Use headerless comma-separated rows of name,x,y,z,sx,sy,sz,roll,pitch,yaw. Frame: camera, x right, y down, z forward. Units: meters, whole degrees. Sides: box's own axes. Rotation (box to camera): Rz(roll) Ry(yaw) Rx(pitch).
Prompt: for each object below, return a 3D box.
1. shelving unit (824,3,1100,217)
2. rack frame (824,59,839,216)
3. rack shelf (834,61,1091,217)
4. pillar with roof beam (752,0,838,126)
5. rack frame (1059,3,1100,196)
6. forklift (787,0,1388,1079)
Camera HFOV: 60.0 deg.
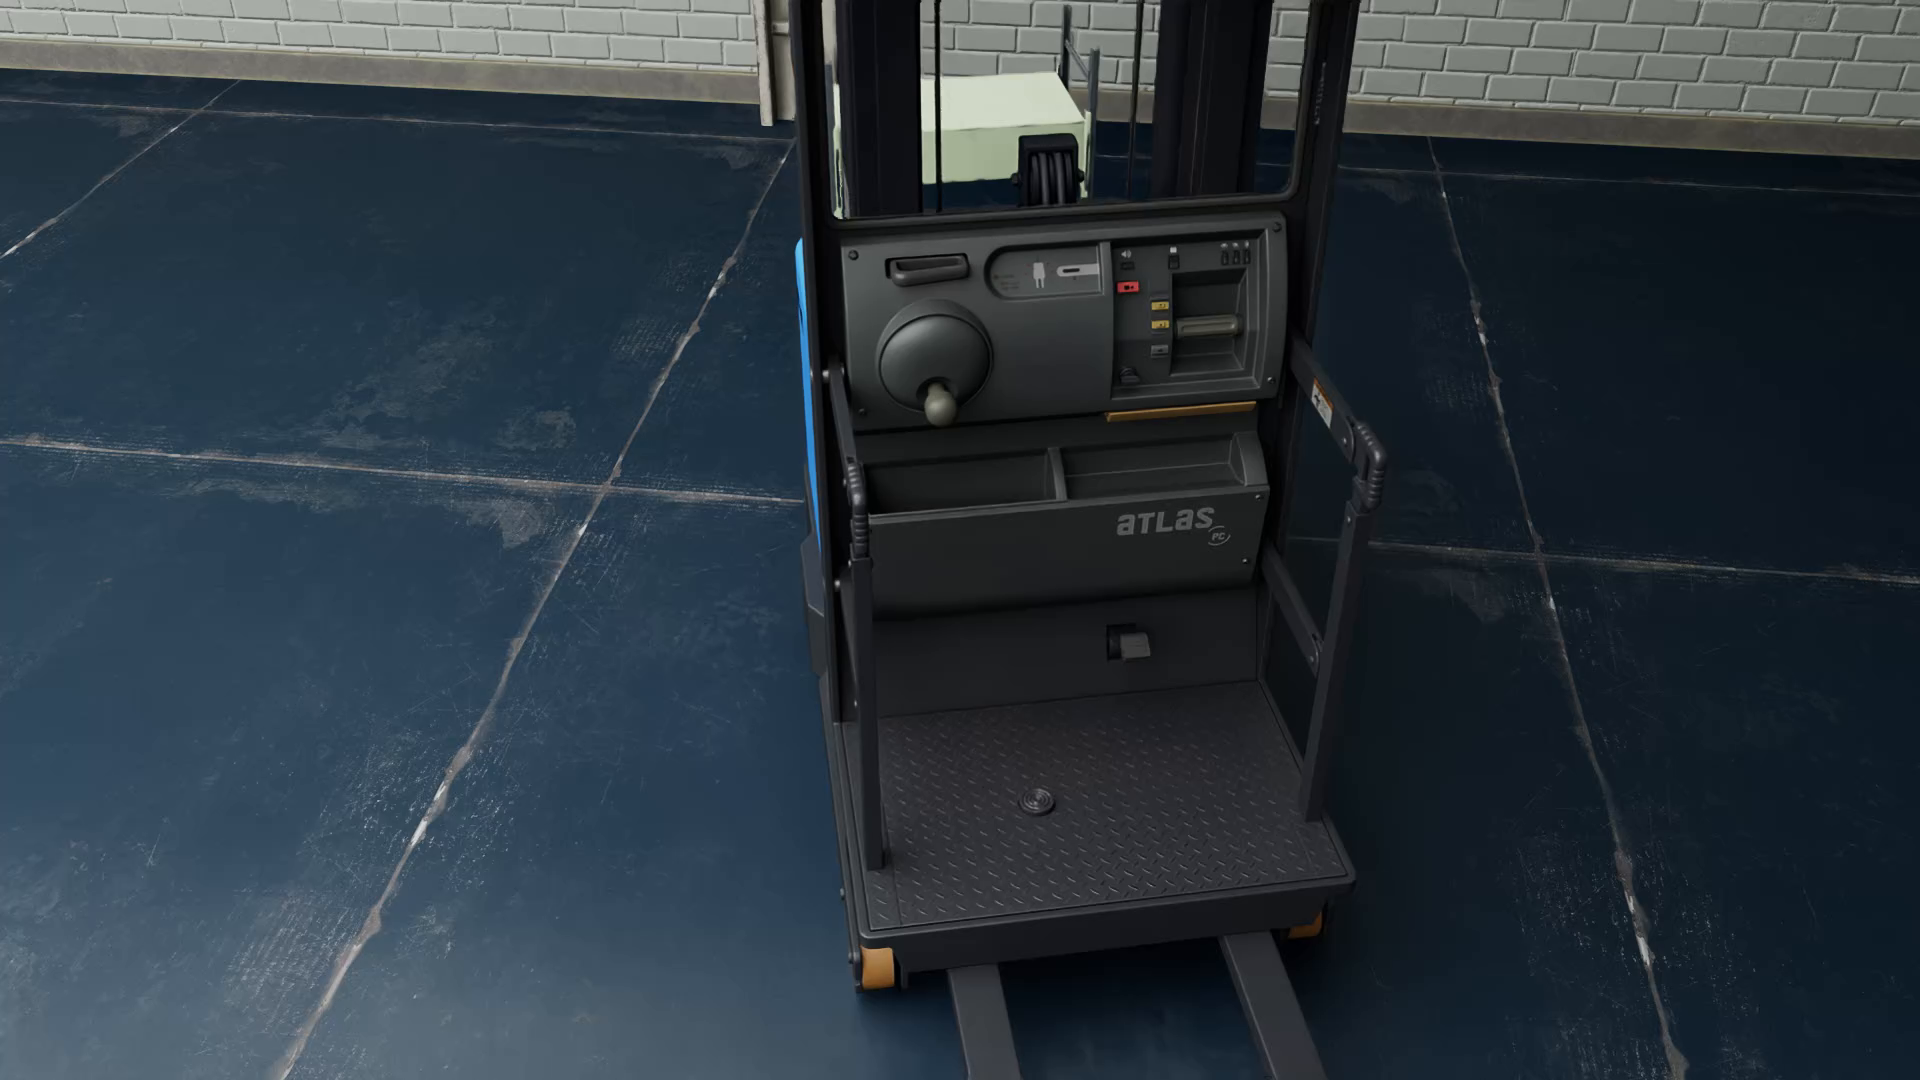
shelving unit,-0.021,-0.814,5.099,0.755,1.500,0.431,-5,36,-7
rack frame,-0.382,-0.780,5.052,0.023,1.500,0.400,-5,36,-7
rack shelf,-0.021,-1.131,4.873,0.720,0.370,0.431,-5,36,-7
pillar with roof beam,-1.297,-3.268,2.082,0.400,9.000,9.100,4,36,6
rack frame,0.340,-0.848,5.147,0.023,1.500,0.400,-5,36,-7
forklift,0.258,-0.390,3.274,1.130,2.935,3.031,-5,36,-7
